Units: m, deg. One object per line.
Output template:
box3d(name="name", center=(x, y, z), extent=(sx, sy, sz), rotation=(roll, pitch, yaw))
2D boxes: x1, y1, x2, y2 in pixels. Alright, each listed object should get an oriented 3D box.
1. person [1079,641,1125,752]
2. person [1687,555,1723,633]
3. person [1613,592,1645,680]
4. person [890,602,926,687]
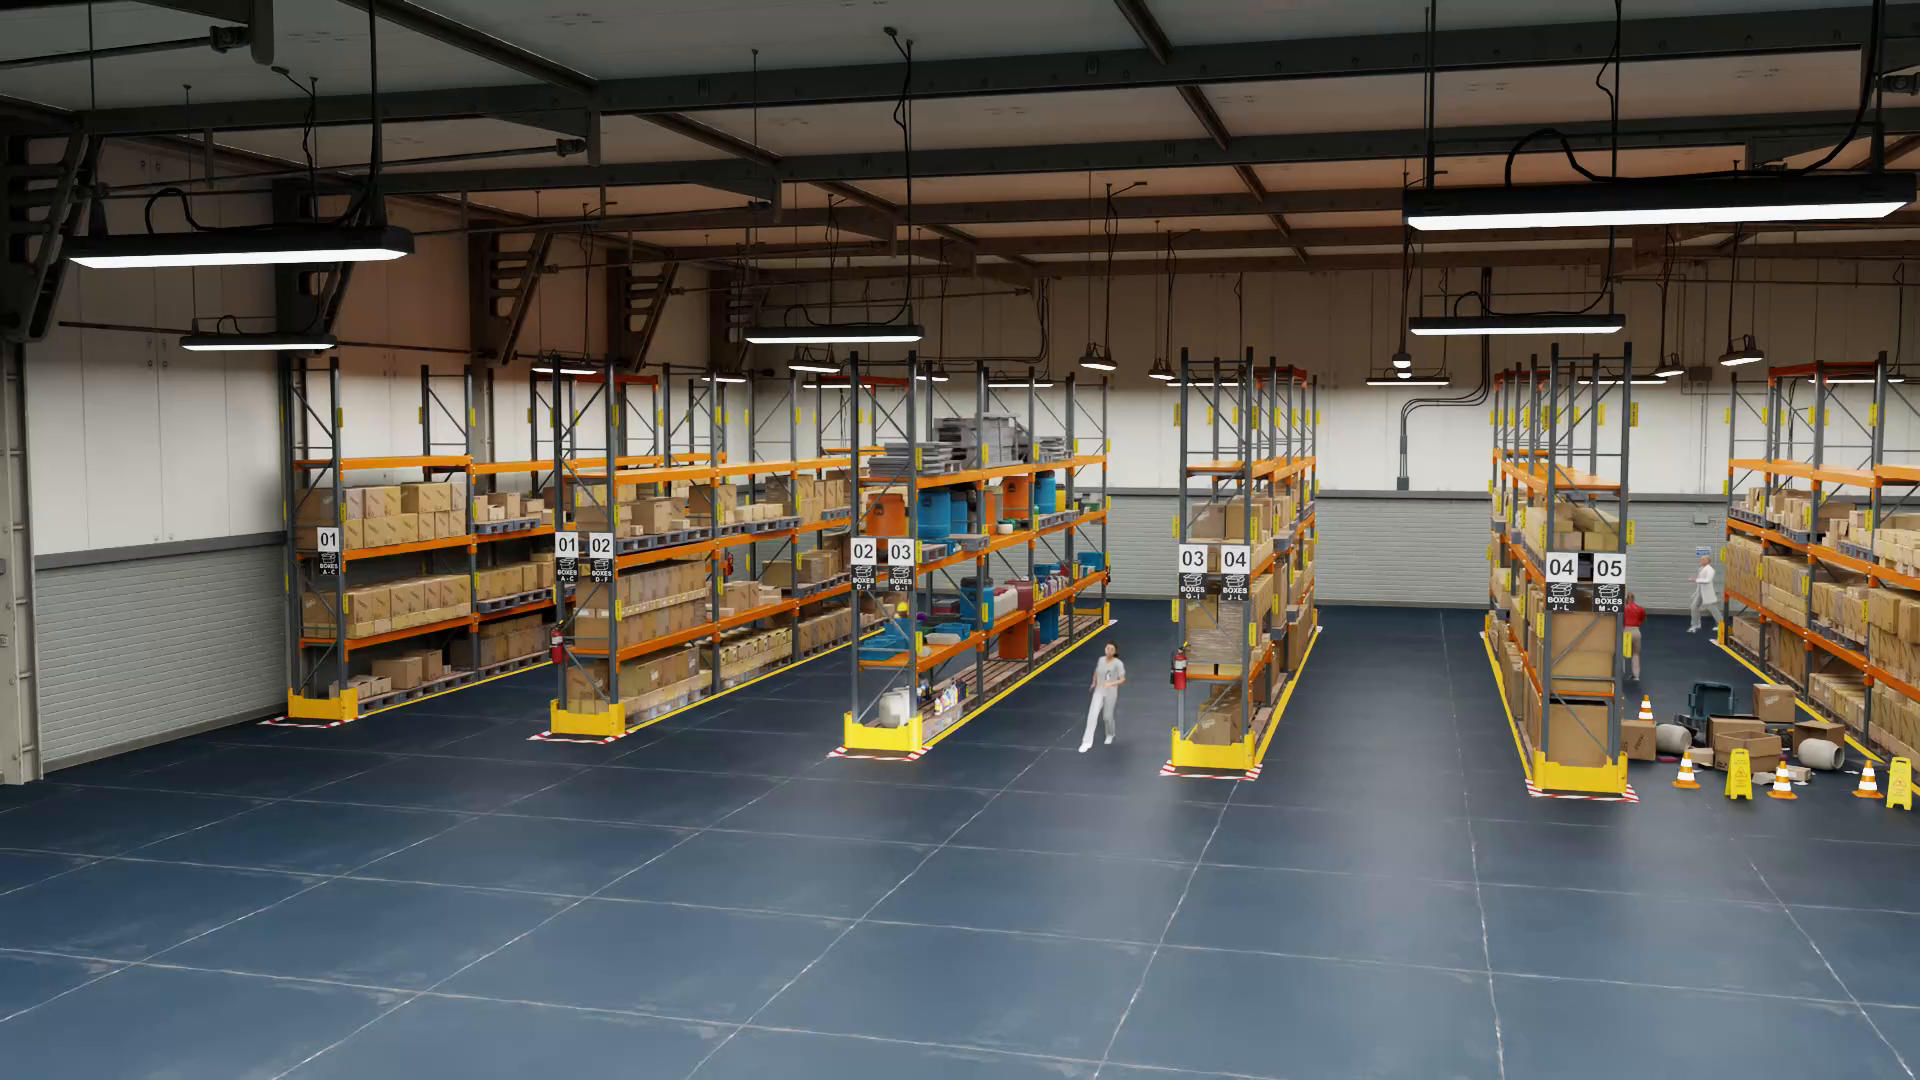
box3d(name="person", center=(2.215, 2.313, 24.959), extent=(0.595, 1.637, 0.952), rotation=(2, 5, 26))
box3d(name="person", center=(17.381, 1.268, 38.693), extent=(0.947, 1.844, 0.676), rotation=(0, 4, -2))
box3d(name="person", center=(12.741, 1.850, 31.631), extent=(0.597, 1.684, 0.955), rotation=(1, 4, 10))
box3d(name="person", center=(-0.901, 1.960, 30.544), extent=(0.739, 1.704, 0.995), rotation=(2, 5, 23))
